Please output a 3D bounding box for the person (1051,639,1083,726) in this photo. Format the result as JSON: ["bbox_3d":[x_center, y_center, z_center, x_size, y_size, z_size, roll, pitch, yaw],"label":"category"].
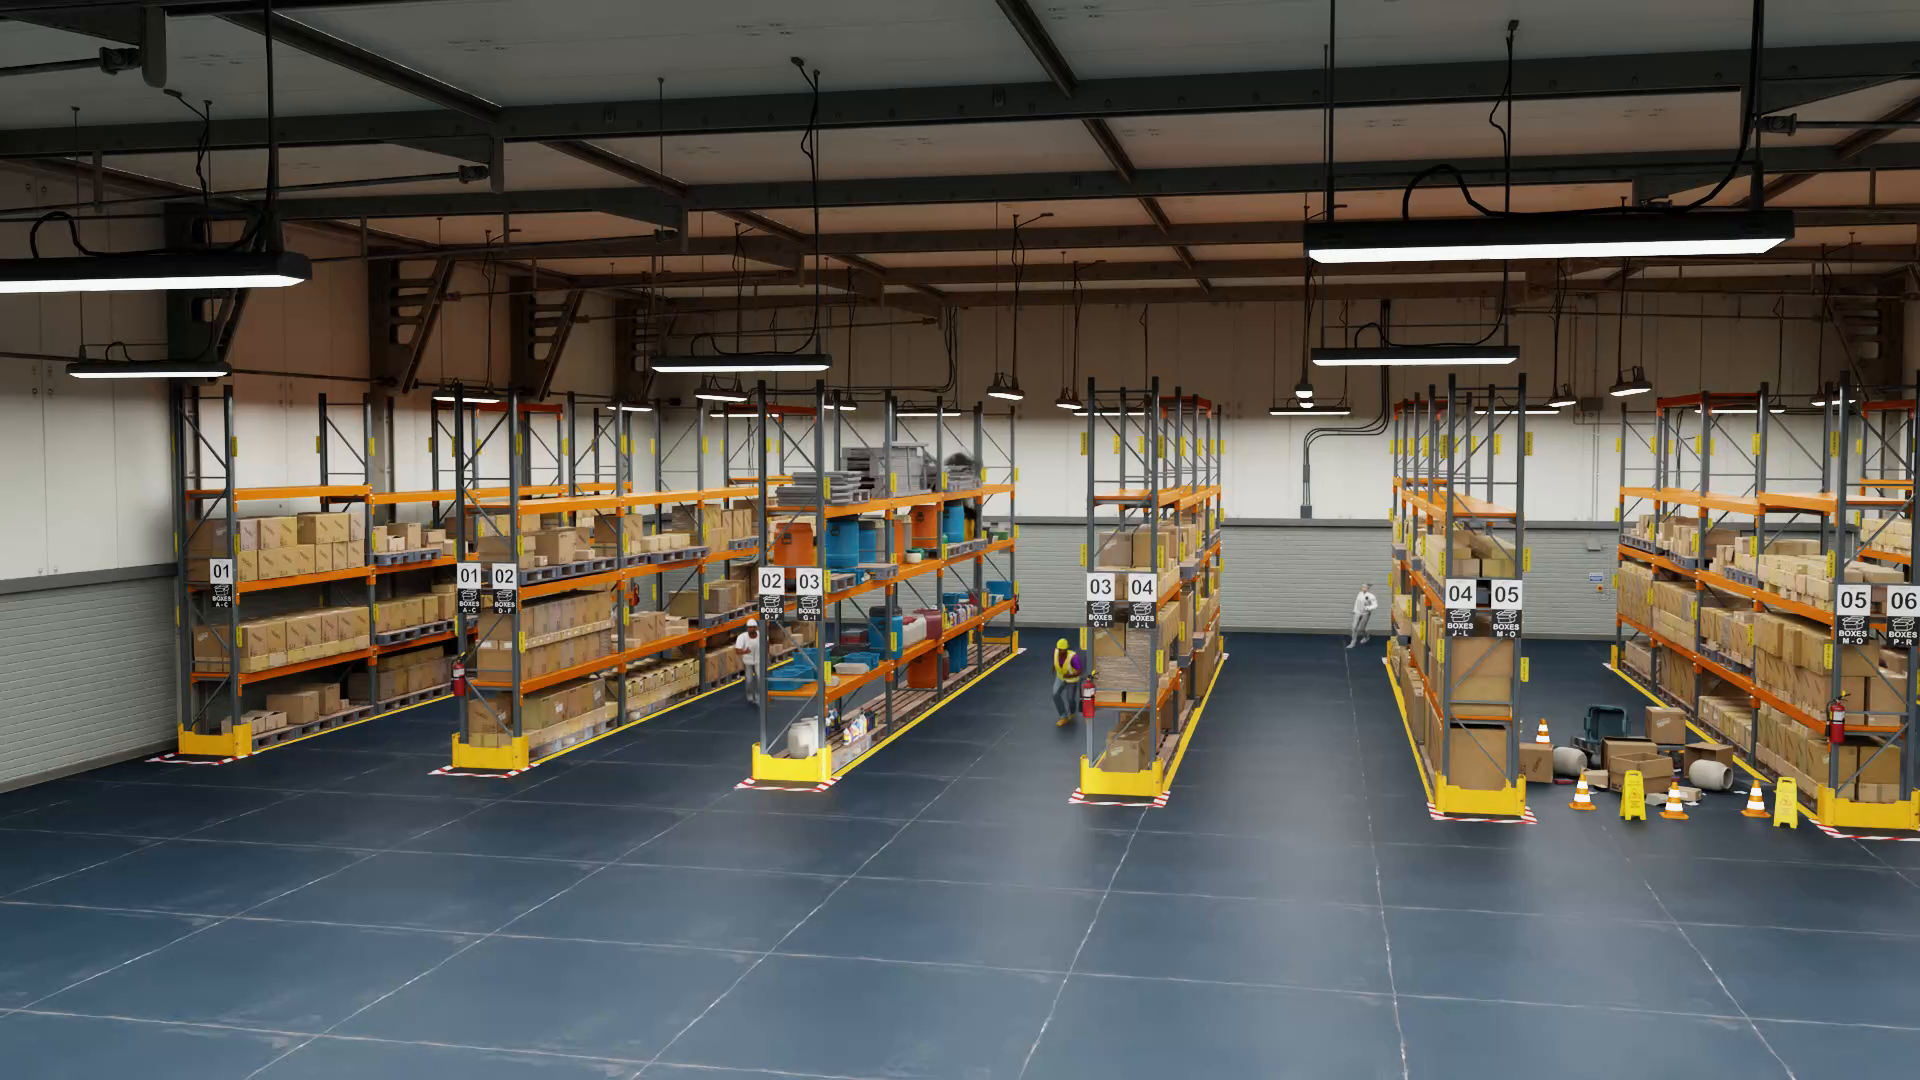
[{"bbox_3d":[1.928,2.516,29.868,0.725,1.577,1.101,1,3,23],"label":"person"}]

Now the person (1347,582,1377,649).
[{"bbox_3d":[10.091,1.868,41.414,0.656,1.666,0.853,3,4,42],"label":"person"}]

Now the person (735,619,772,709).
[{"bbox_3d":[-3.960,2.361,31.962,0.715,1.731,0.980,-1,3,-9],"label":"person"}]

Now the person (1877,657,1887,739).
[{"bbox_3d":[15.149,2.549,27.814,0.700,1.755,1.030,0,3,9],"label":"person"}]

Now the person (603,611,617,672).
[{"bbox_3d":[-7.713,2.128,36.130,0.653,1.733,0.715,0,3,-2],"label":"person"}]
